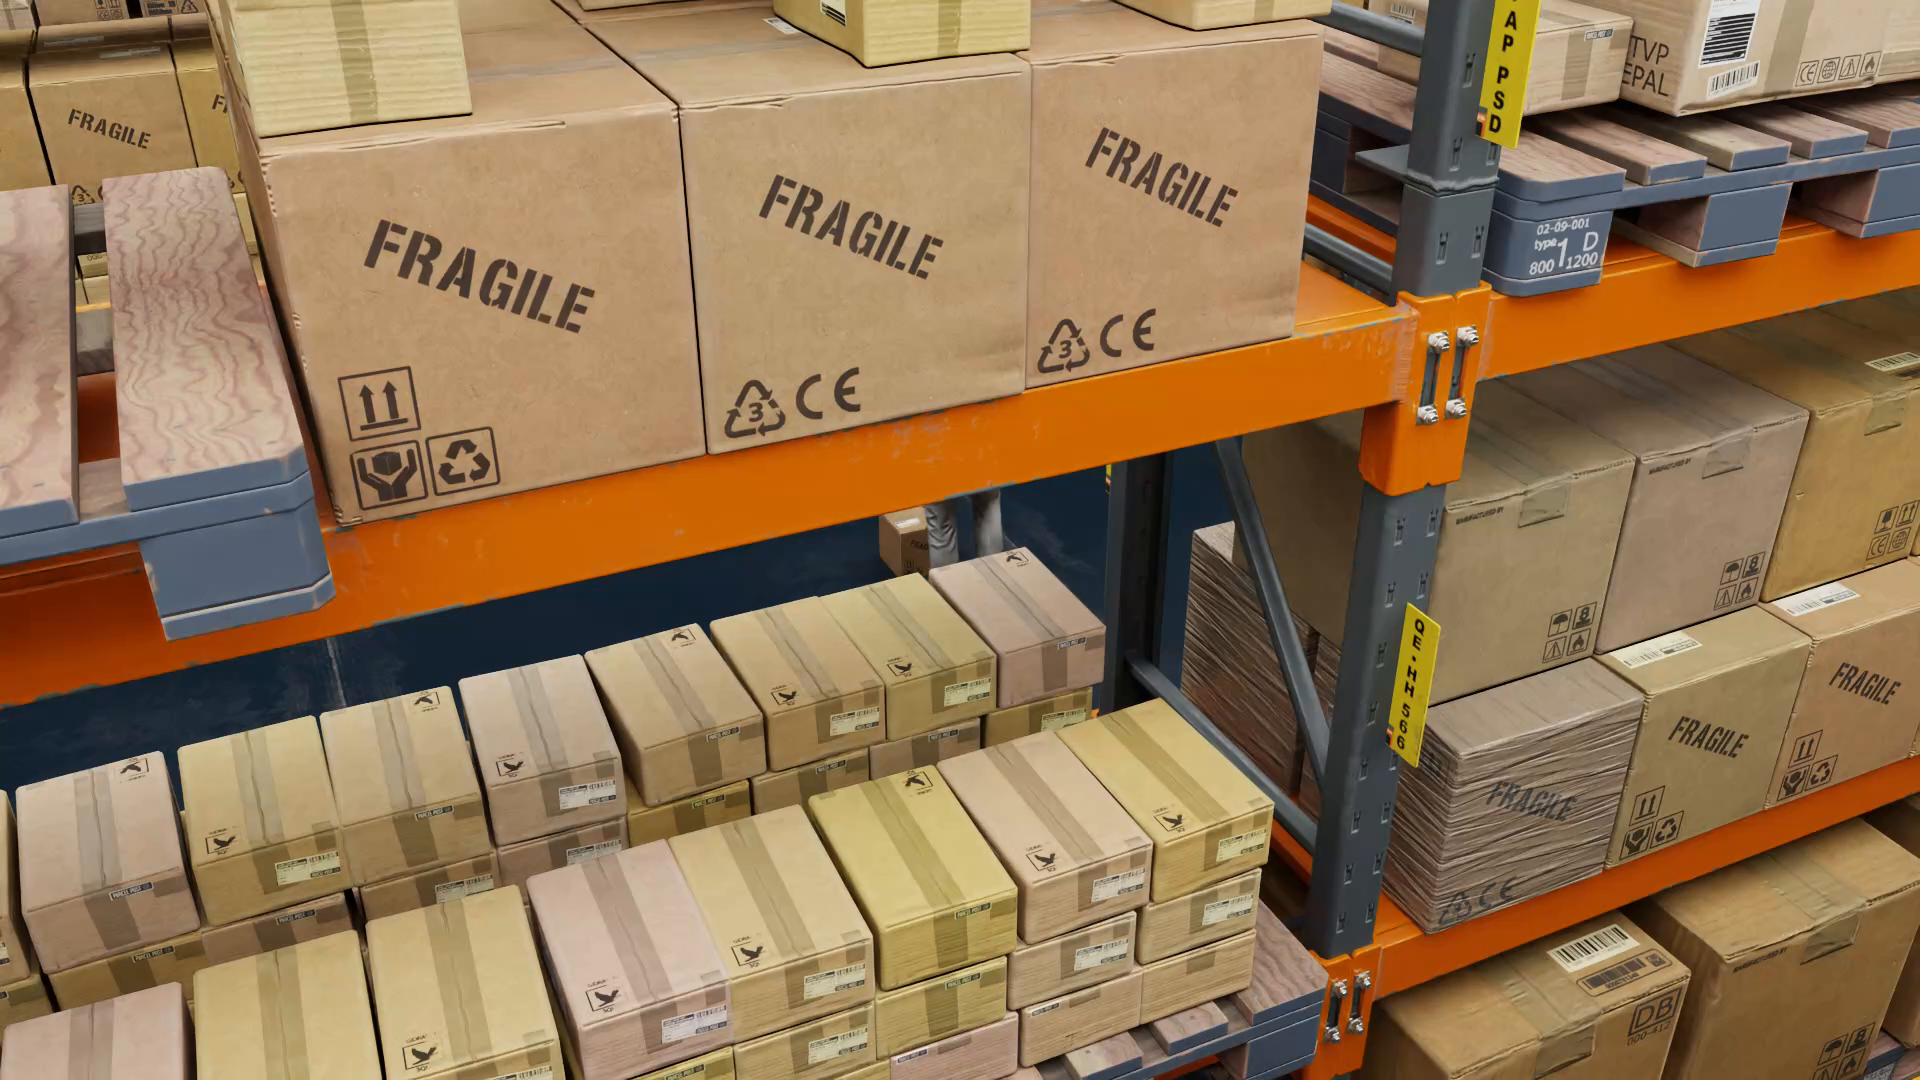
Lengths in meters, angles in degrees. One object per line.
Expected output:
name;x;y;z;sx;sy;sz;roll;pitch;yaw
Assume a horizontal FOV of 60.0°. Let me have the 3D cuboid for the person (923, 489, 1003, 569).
person;-0.004;-0.403;6.830;0.505;1.712;0.364;-5;30;-8
